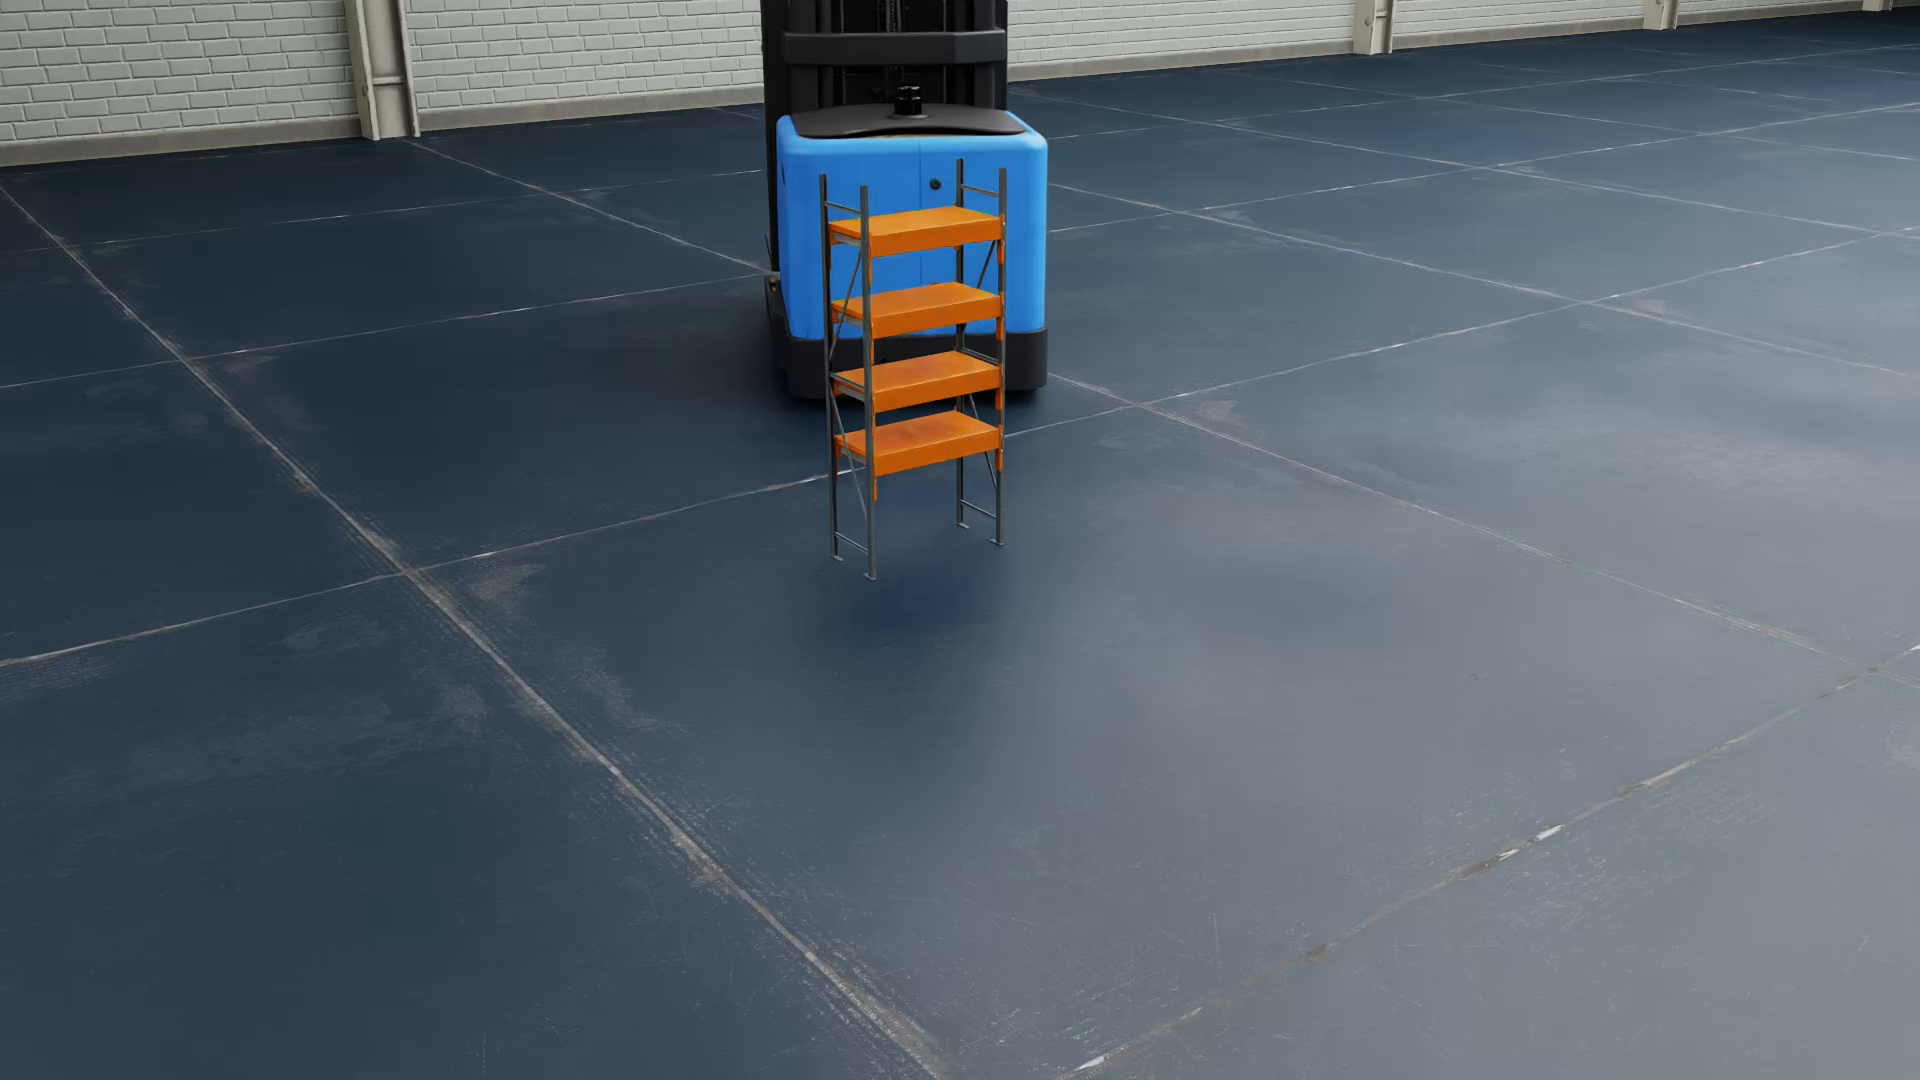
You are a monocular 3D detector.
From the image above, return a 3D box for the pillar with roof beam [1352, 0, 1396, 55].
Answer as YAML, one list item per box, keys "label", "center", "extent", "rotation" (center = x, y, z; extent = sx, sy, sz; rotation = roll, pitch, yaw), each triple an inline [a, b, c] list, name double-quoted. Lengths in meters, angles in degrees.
- label: "pillar with roof beam"
  center: [7.536, -8.833, 15.389]
  extent: [0.400, 9.000, 9.100]
  rotation: [-15, 26, -33]

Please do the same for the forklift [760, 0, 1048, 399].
- label: "forklift"
  center: [-0.368, -2.433, 7.538]
  extent: [1.130, 2.935, 3.031]
  rotation: [-3, 22, -8]

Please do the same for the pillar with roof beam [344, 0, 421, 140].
- label: "pillar with roof beam"
  center: [-2.205, -6.235, 8.880]
  extent: [0.400, 9.000, 9.100]
  rotation: [-15, 26, -33]

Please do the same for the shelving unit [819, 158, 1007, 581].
- label: "shelving unit"
  center: [-0.134, -0.521, 5.084]
  extent: [0.503, 1.200, 0.258]
  rotation: [-15, 26, -33]

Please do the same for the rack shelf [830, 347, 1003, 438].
- label: "rack shelf"
  center: [-0.134, -0.459, 5.109]
  extent: [0.480, 0.148, 0.258]
  rotation: [-15, 26, -33]

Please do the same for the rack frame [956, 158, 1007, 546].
- label: "rack frame"
  center: [0.064, -0.574, 5.217]
  extent: [0.015, 1.200, 0.240]
  rotation: [-15, 26, -33]

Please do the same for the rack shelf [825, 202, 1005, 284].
- label: "rack shelf"
  center: [-0.134, -0.886, 4.939]
  extent: [0.480, 0.148, 0.258]
  rotation: [-15, 26, -33]

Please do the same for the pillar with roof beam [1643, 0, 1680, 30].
- label: "pillar with roof beam"
  center: [12.406, -10.131, 18.644]
  extent: [0.400, 9.000, 9.100]
  rotation: [-15, 26, -33]

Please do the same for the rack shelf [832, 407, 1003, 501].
- label: "rack shelf"
  center: [-0.134, -0.275, 5.183]
  extent: [0.480, 0.148, 0.258]
  rotation: [-15, 26, -33]

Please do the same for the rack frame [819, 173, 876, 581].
- label: "rack frame"
  center: [-0.332, -0.469, 4.952]
  extent: [0.015, 1.200, 0.240]
  rotation: [-15, 26, -33]

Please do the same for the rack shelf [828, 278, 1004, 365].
- label: "rack shelf"
  center: [-0.134, -0.667, 5.026]
  extent: [0.480, 0.148, 0.258]
  rotation: [-15, 26, -33]

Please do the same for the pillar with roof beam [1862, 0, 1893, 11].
- label: "pillar with roof beam"
  center: [17.277, -11.430, 21.899]
  extent: [0.400, 9.000, 9.100]
  rotation: [-15, 26, -33]
